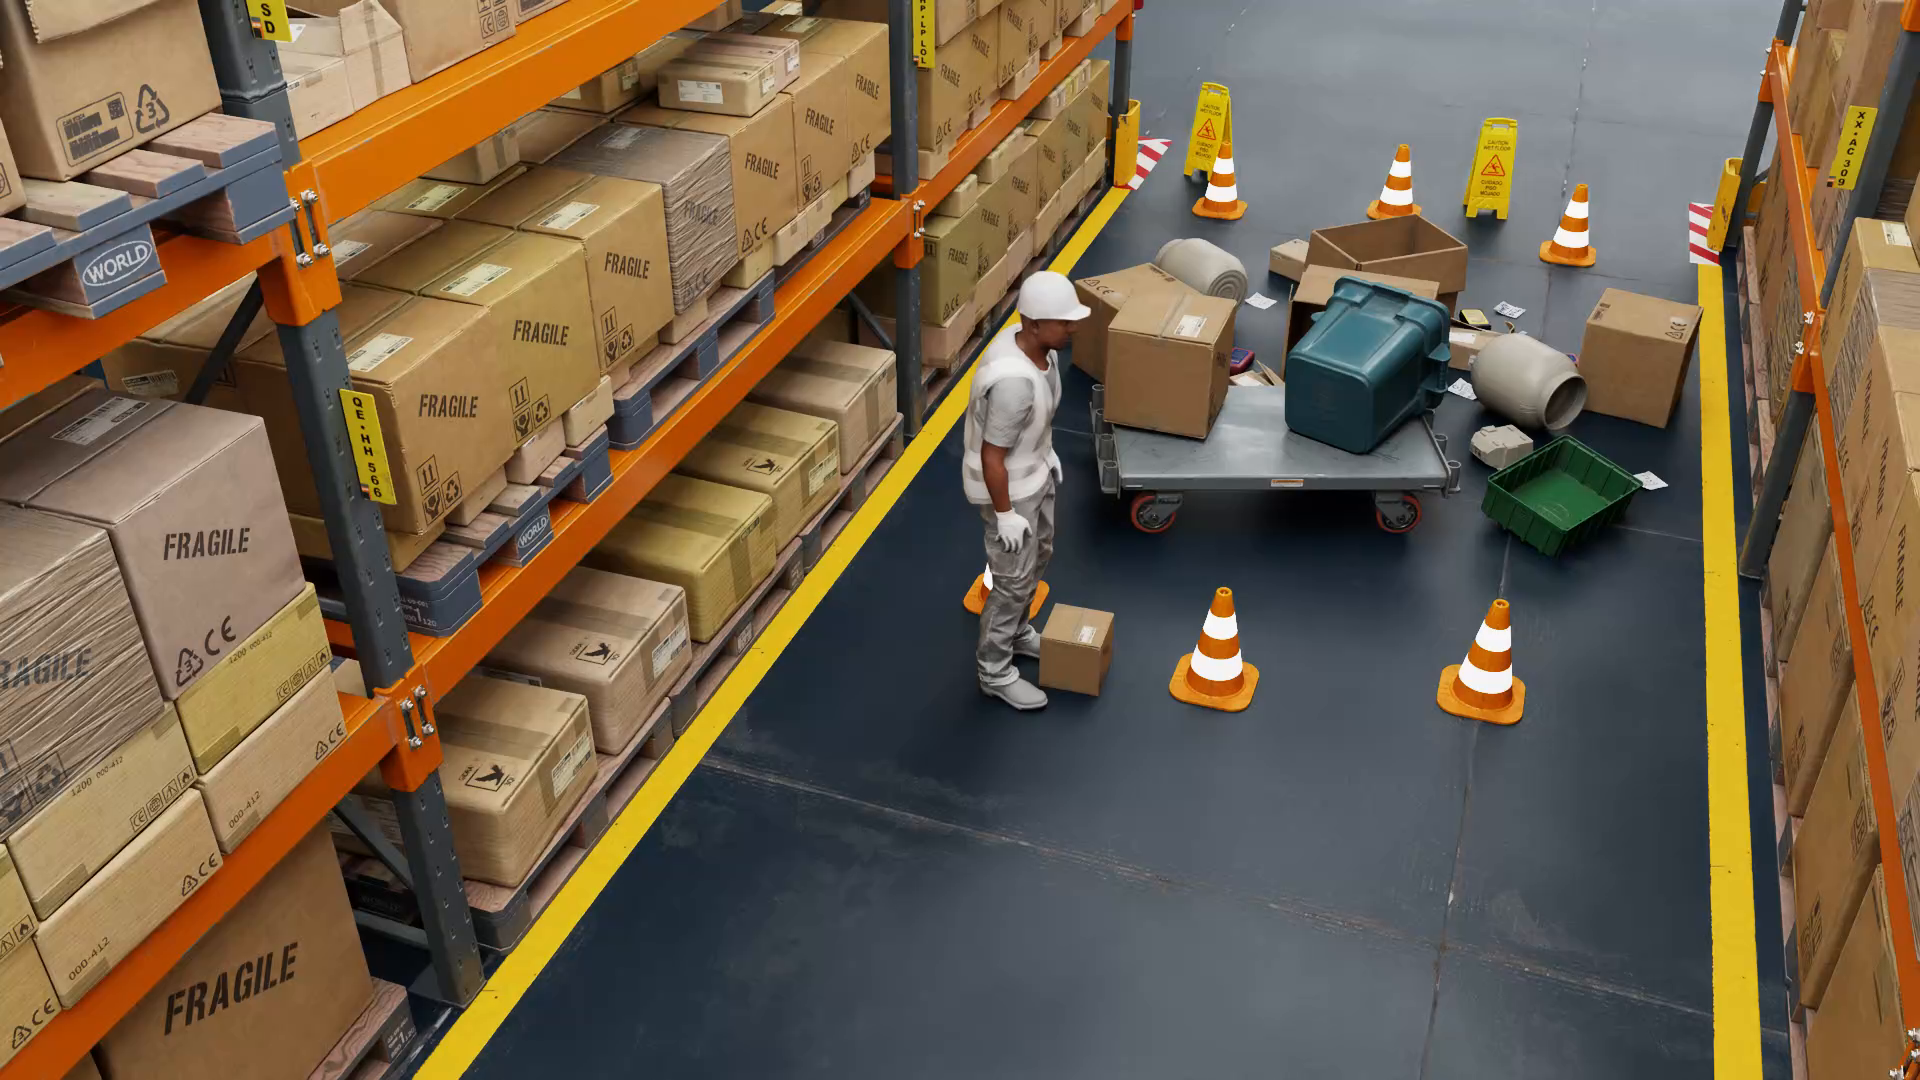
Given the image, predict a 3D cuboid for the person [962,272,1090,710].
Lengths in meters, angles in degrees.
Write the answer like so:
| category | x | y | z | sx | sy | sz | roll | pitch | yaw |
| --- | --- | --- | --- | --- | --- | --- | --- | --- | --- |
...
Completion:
| category | x | y | z | sx | sy | sz | roll | pitch | yaw |
| --- | --- | --- | --- | --- | --- | --- | --- | --- | --- |
| person | 0.249 | -0.210 | 6.453 | 0.450 | 1.774 | 0.617 | 10 | 34 | 15 |
